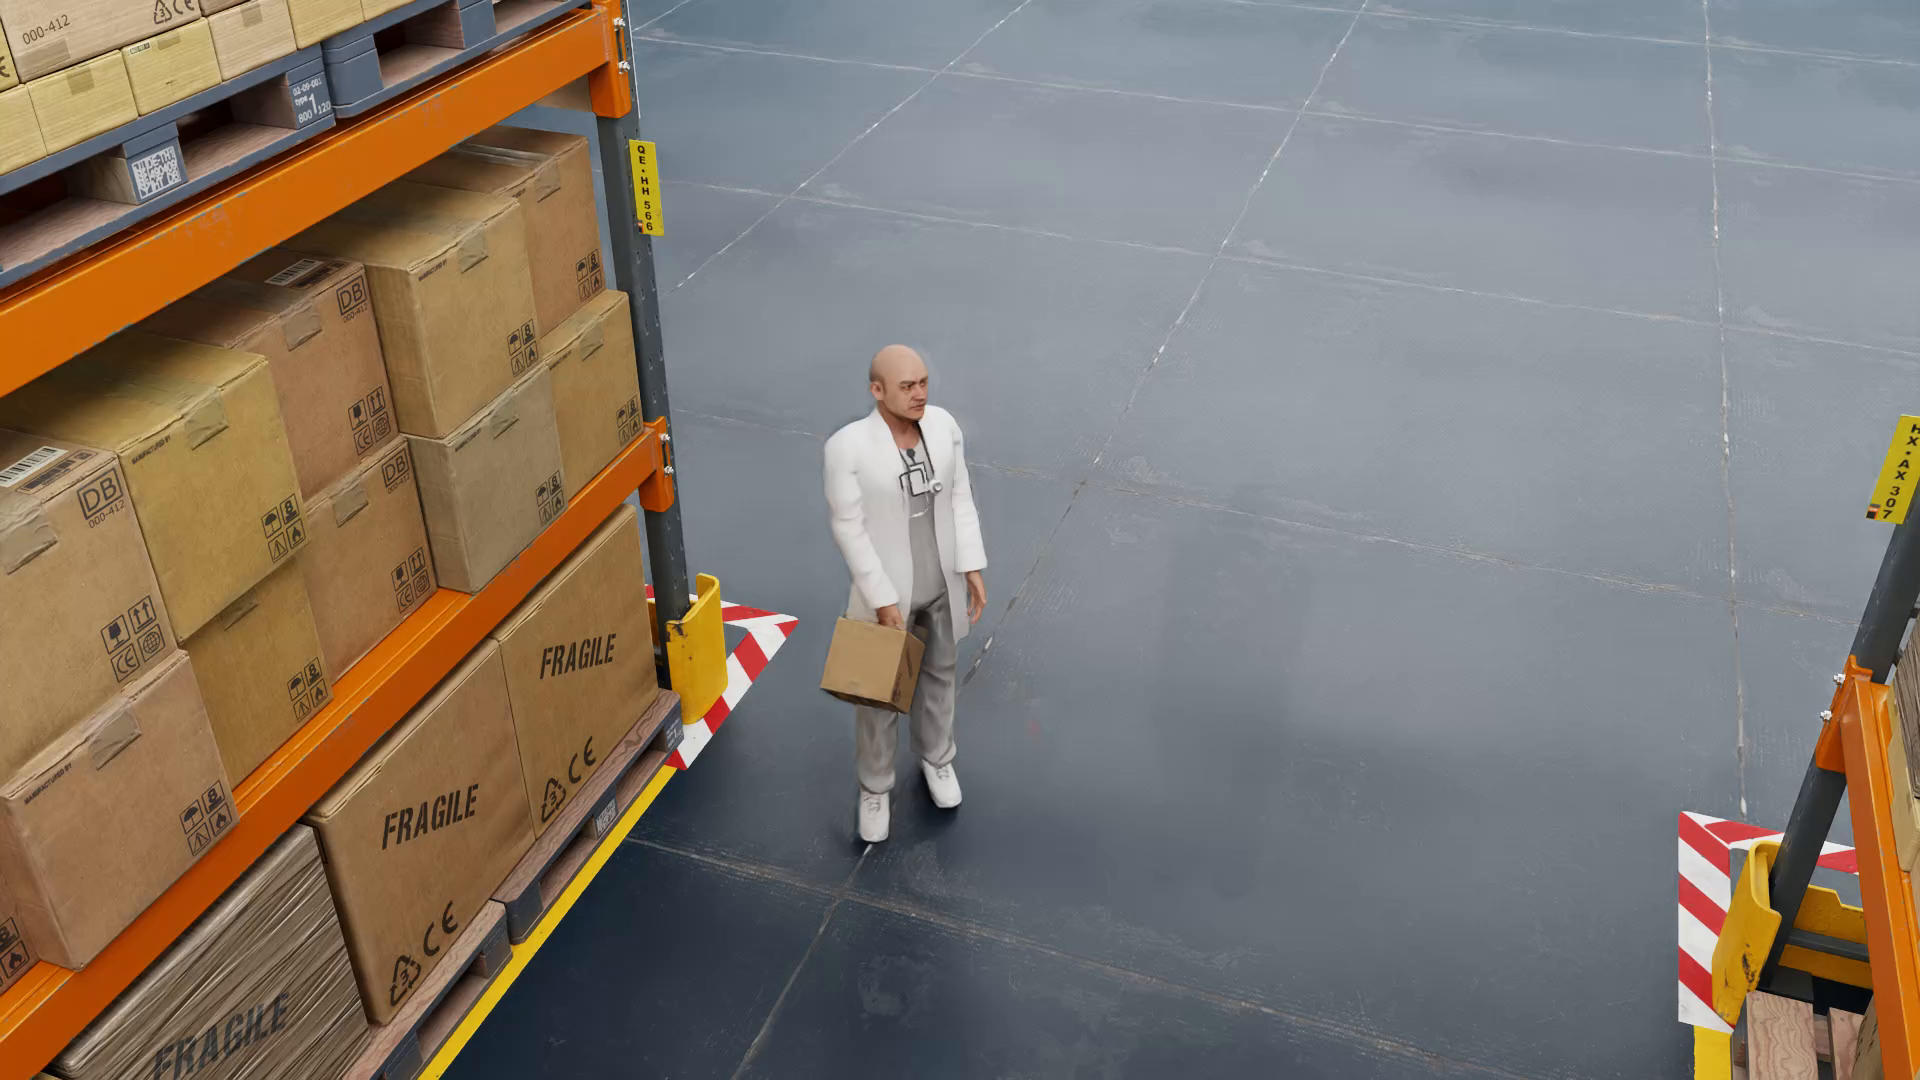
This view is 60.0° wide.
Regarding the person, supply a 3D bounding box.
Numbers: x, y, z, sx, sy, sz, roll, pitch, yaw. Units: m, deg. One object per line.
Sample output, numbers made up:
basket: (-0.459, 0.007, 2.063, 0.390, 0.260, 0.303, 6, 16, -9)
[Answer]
person: (-0.183, 0.194, 5.827, 0.627, 1.788, 0.473, -21, 38, -29)
